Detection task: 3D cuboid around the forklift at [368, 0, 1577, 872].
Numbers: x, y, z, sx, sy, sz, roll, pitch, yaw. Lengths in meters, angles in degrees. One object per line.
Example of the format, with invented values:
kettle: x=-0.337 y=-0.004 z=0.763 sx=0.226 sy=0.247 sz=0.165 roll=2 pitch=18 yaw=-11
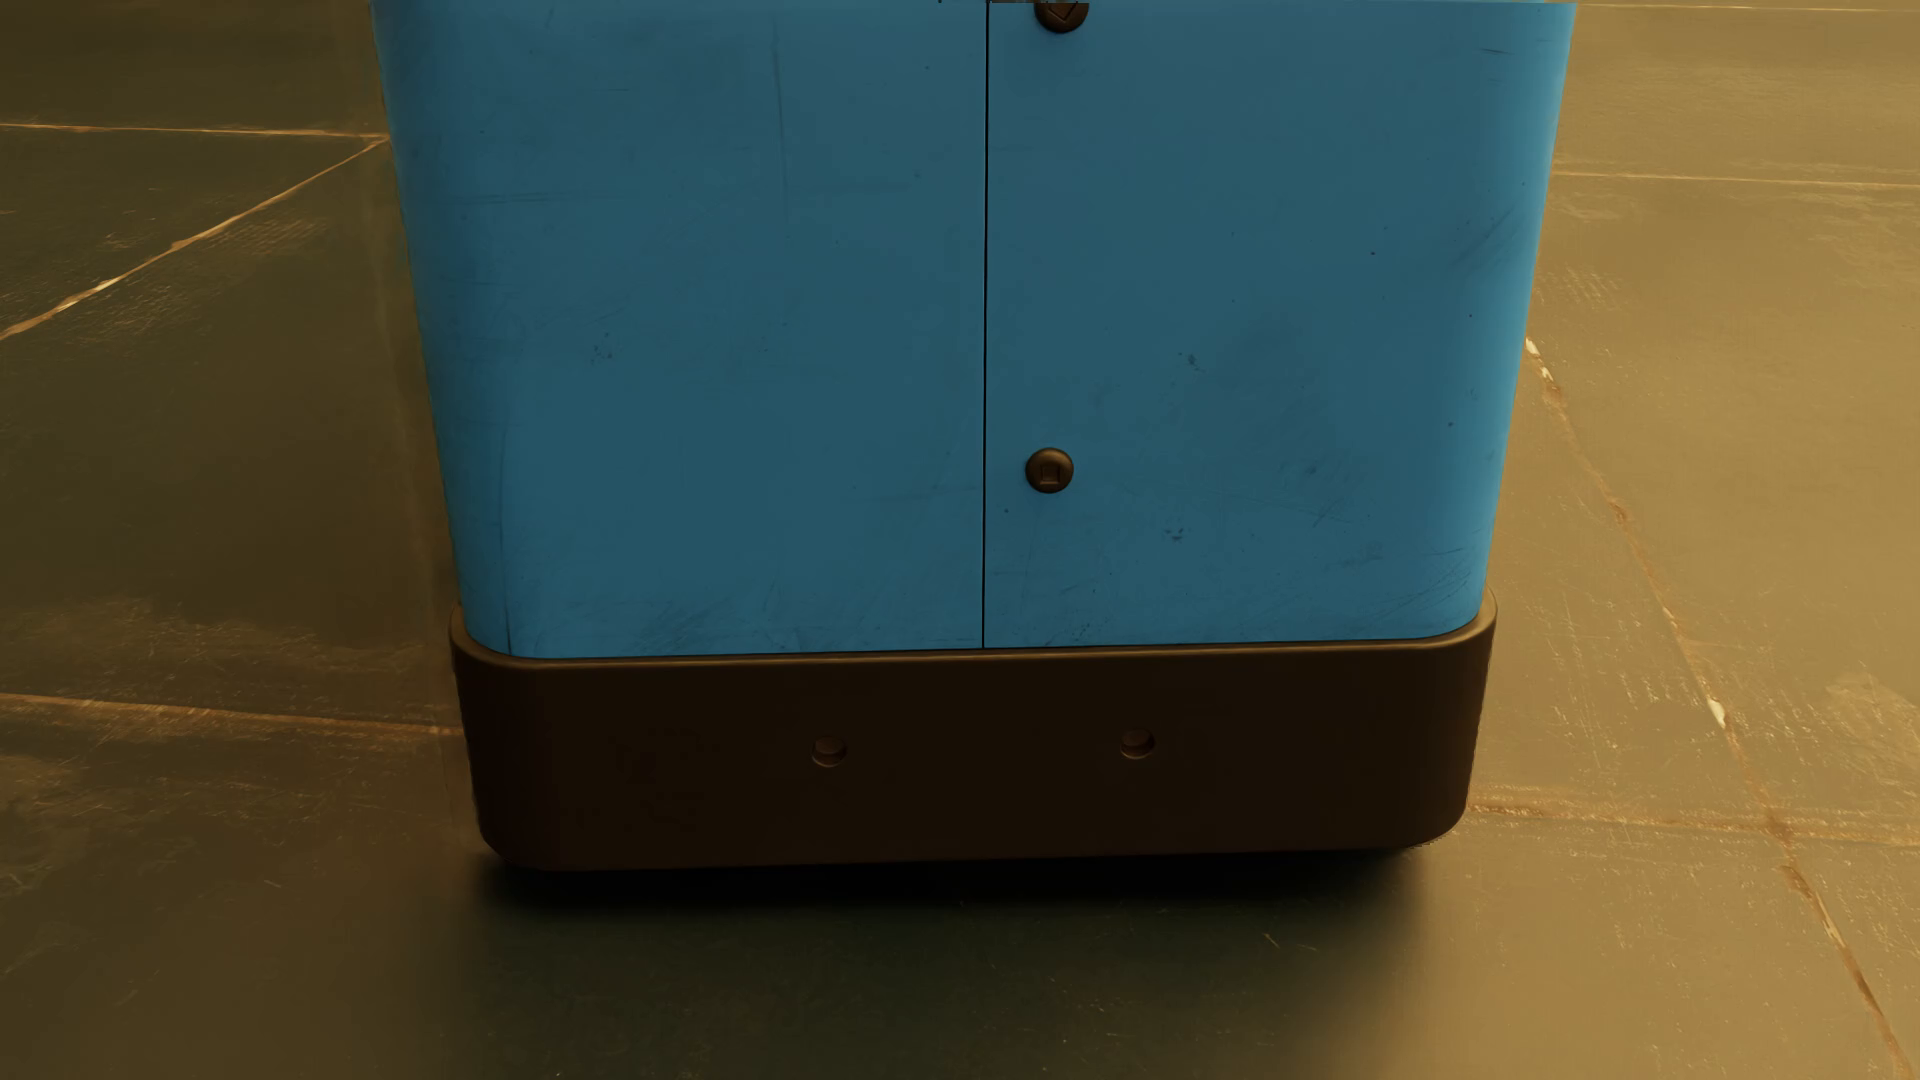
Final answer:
forklift: x=-0.046 y=-1.597 z=2.418 sx=1.130 sy=2.935 sz=3.031 roll=-1 pitch=27 yaw=-2
